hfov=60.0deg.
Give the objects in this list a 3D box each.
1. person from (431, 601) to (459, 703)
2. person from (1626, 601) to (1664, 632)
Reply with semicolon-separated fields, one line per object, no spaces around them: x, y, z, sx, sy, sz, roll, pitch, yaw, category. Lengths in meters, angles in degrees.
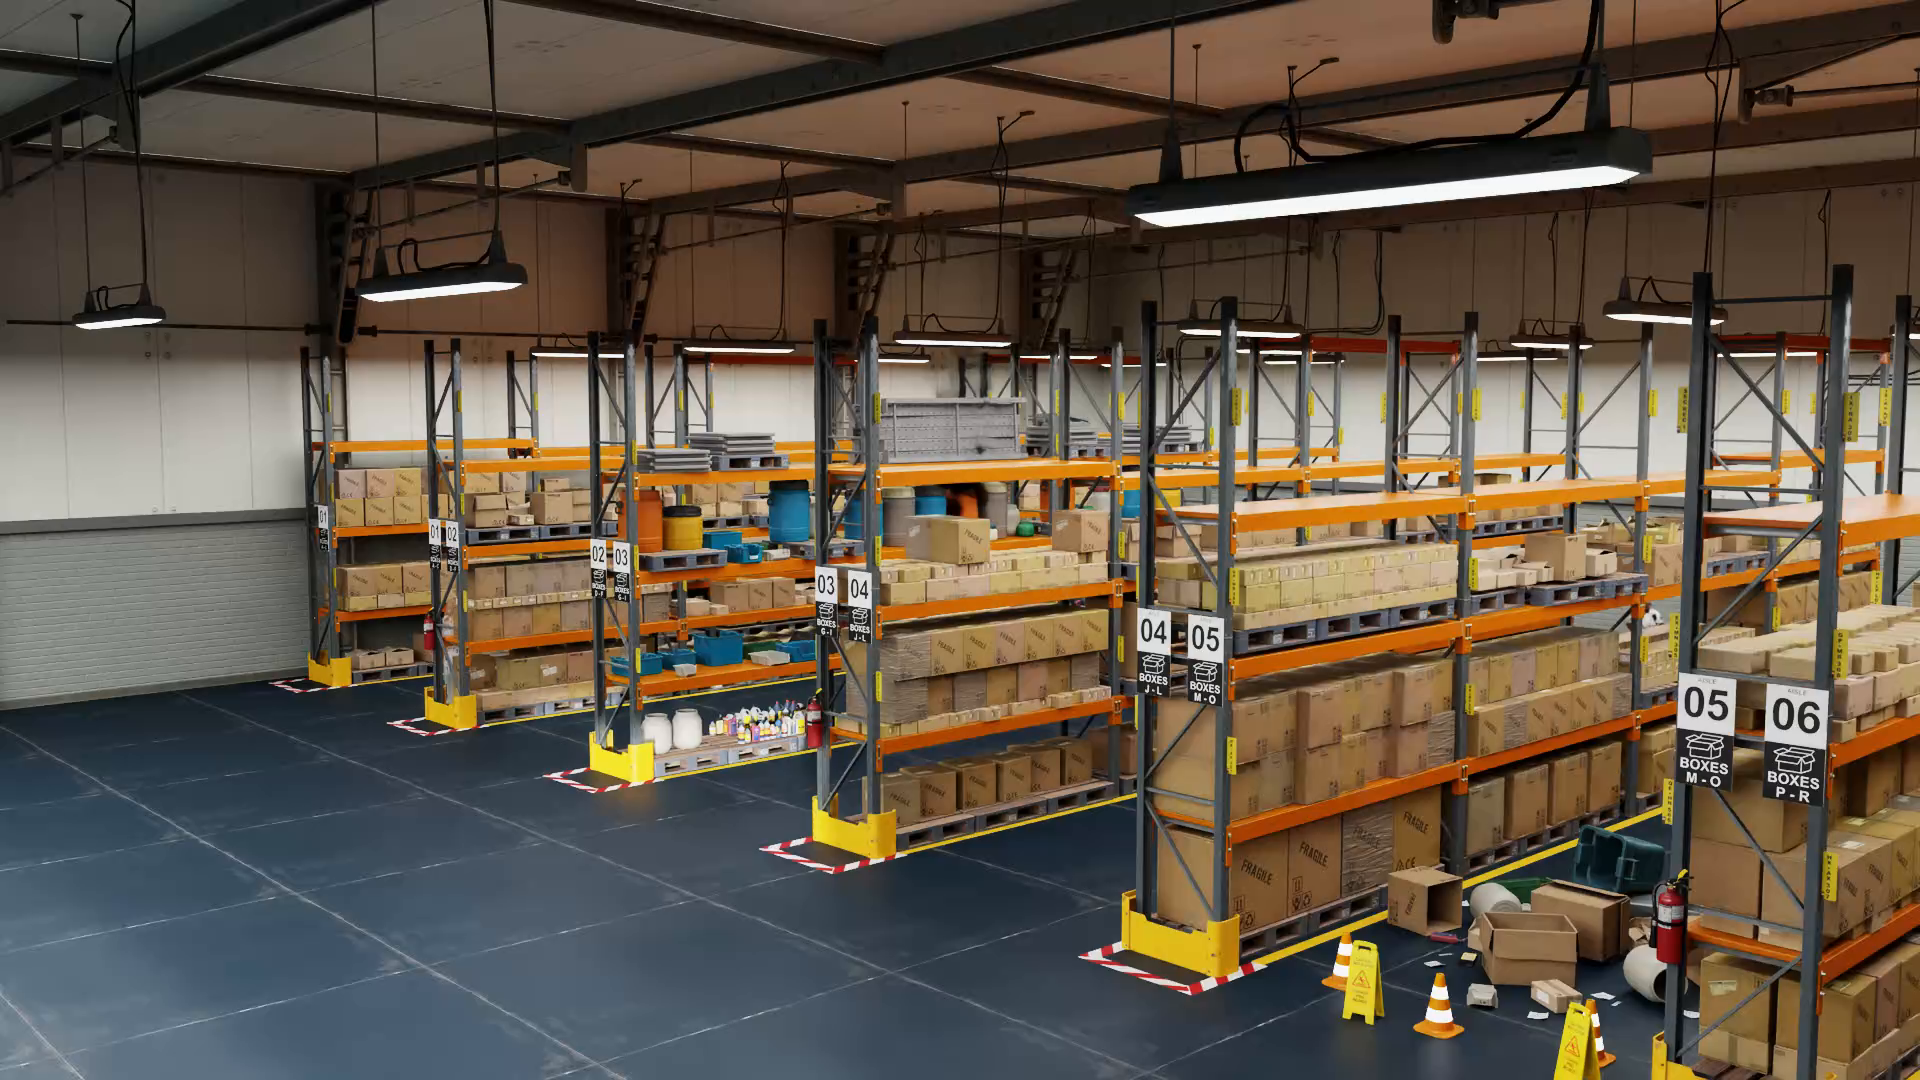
-8.456;1.881;27.623;0.709;1.737;0.596;4;6;35;person
11.945;1.793;28.898;0.614;1.697;0.836;0;5;0;person
